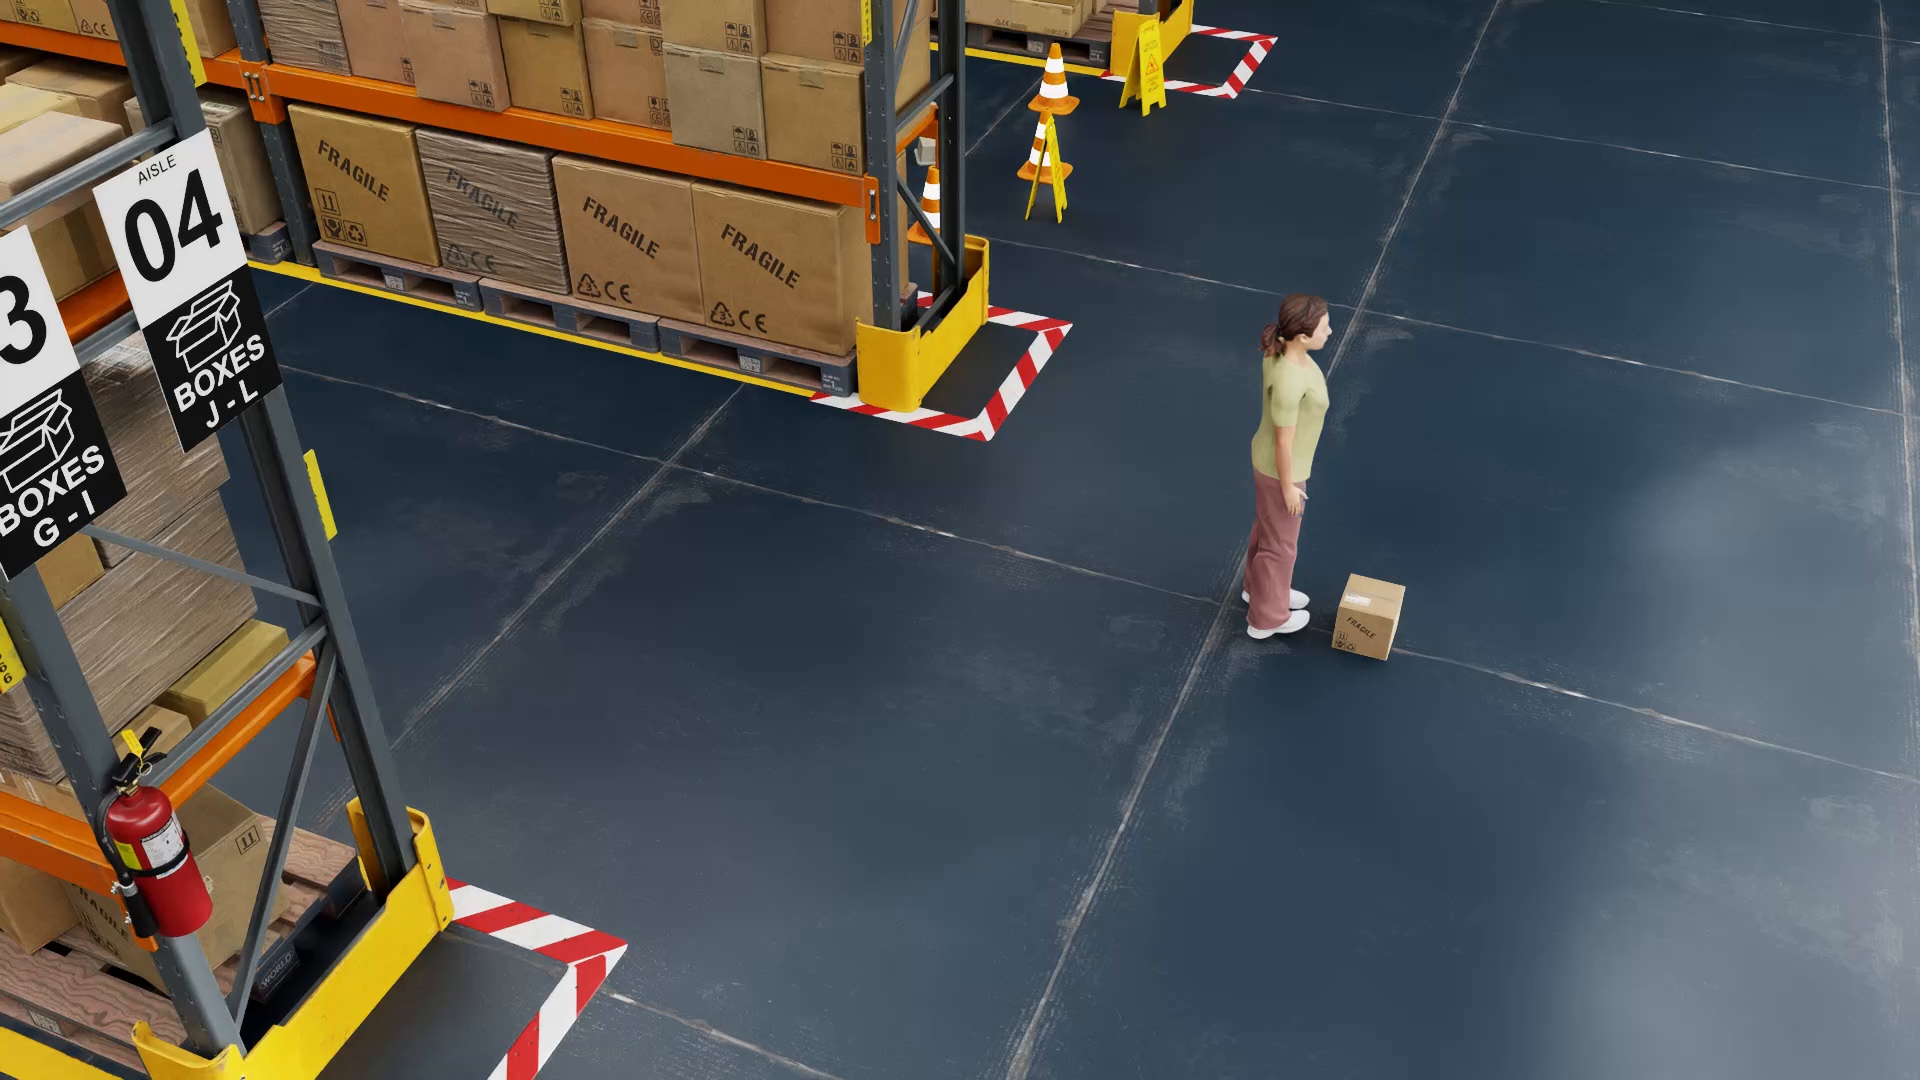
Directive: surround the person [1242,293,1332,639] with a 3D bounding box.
[{"bbox_3d":[1.424,-0.322,7.223,0.401,1.680,0.462,3,38,4],"label":"person"}]
